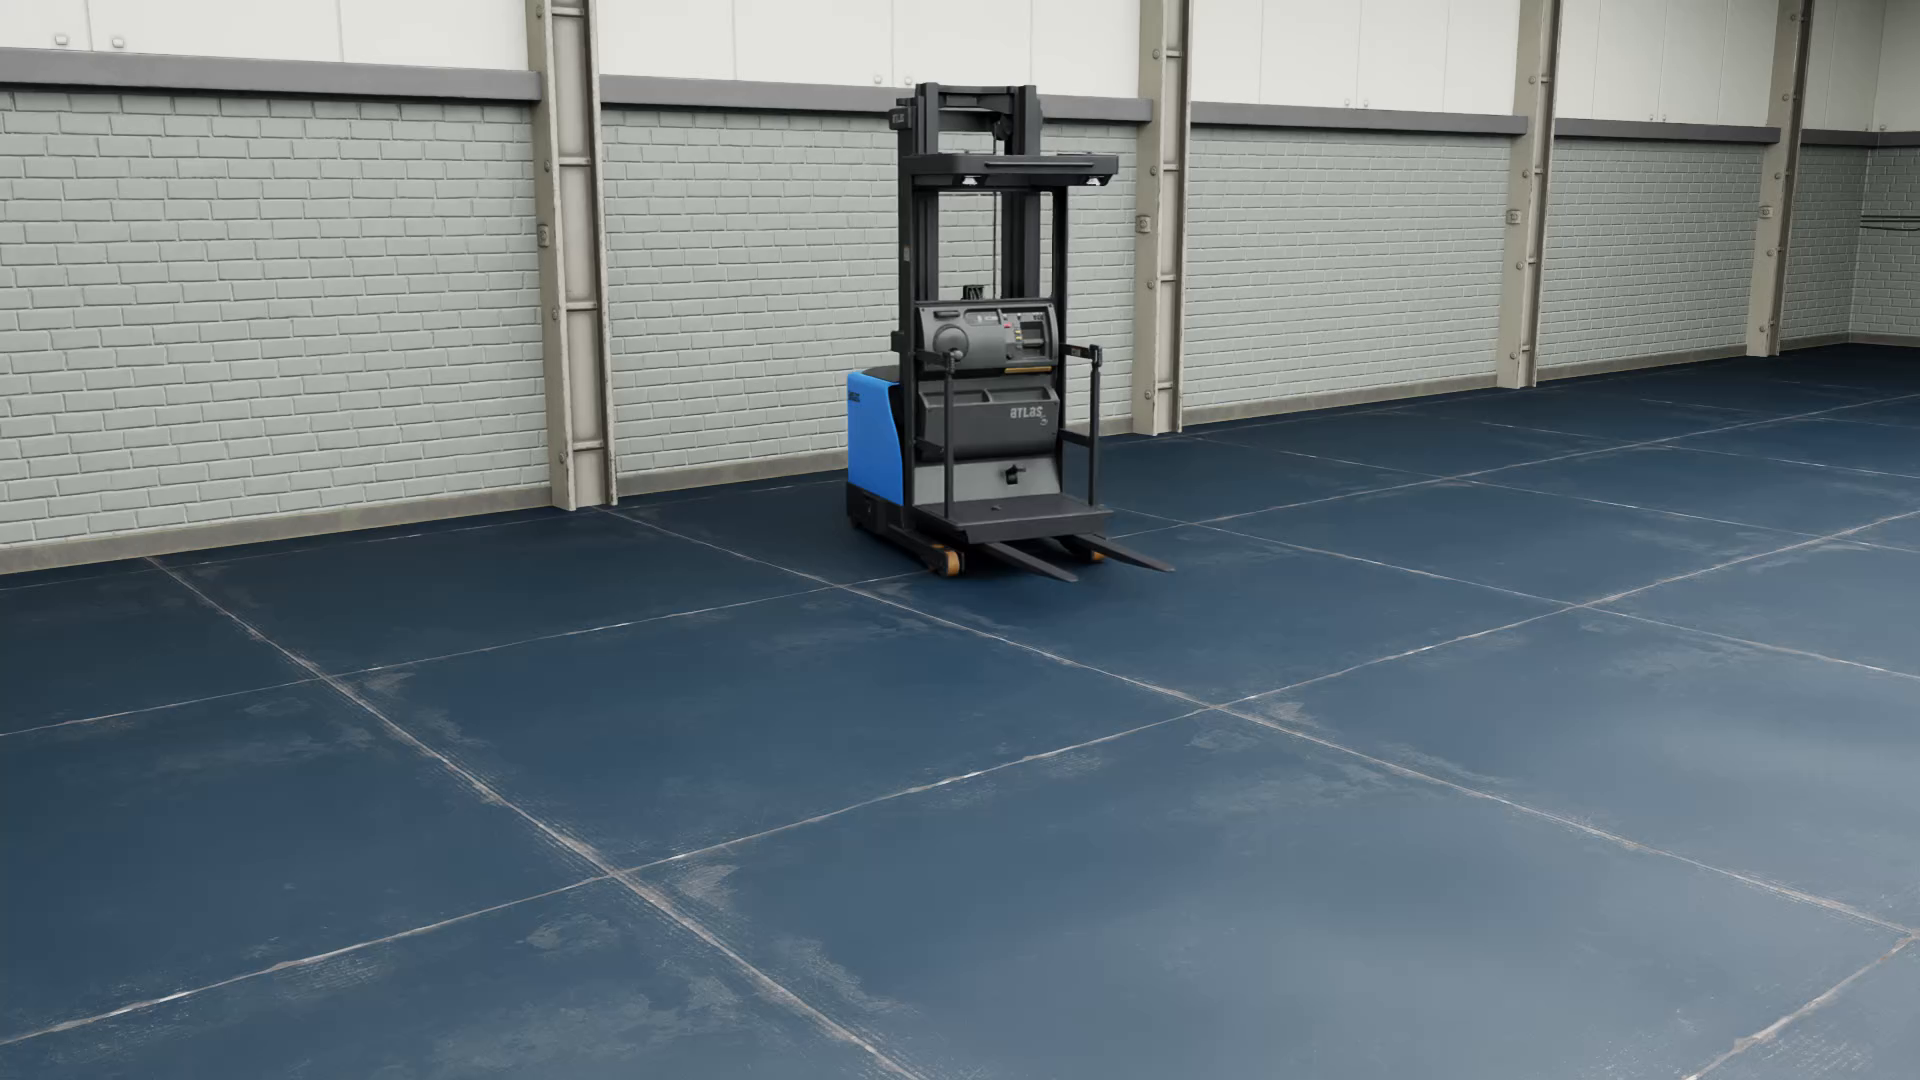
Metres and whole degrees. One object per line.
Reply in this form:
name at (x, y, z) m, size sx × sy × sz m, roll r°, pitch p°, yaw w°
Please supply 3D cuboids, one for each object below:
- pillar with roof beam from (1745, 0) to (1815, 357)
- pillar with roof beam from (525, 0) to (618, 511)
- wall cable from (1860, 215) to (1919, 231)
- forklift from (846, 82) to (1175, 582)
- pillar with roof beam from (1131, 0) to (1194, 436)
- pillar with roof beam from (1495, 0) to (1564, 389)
pillar with roof beam at (13.952, -6.303, 19.146) m, size 0.400 × 9.000 × 9.100 m, roll -9°, pitch 15°, yaw -38°
pillar with roof beam at (-0.103, -3.967, 8.146) m, size 0.400 × 9.000 × 9.100 m, roll -9°, pitch 15°, yaw -38°
wall cable at (14.389, -5.650, 23.547) m, size 0.112 × 2.526 × 3.097 m, roll -9°, pitch 15°, yaw -38°
forklift at (0.274, -1.307, 10.229) m, size 1.130 × 2.935 × 3.031 m, roll -5°, pitch 13°, yaw -24°
pillar with roof beam at (4.582, -4.746, 11.813) m, size 0.400 × 9.000 × 9.100 m, roll -9°, pitch 15°, yaw -38°
pillar with roof beam at (9.267, -5.524, 15.479) m, size 0.400 × 9.000 × 9.100 m, roll -9°, pitch 15°, yaw -38°
